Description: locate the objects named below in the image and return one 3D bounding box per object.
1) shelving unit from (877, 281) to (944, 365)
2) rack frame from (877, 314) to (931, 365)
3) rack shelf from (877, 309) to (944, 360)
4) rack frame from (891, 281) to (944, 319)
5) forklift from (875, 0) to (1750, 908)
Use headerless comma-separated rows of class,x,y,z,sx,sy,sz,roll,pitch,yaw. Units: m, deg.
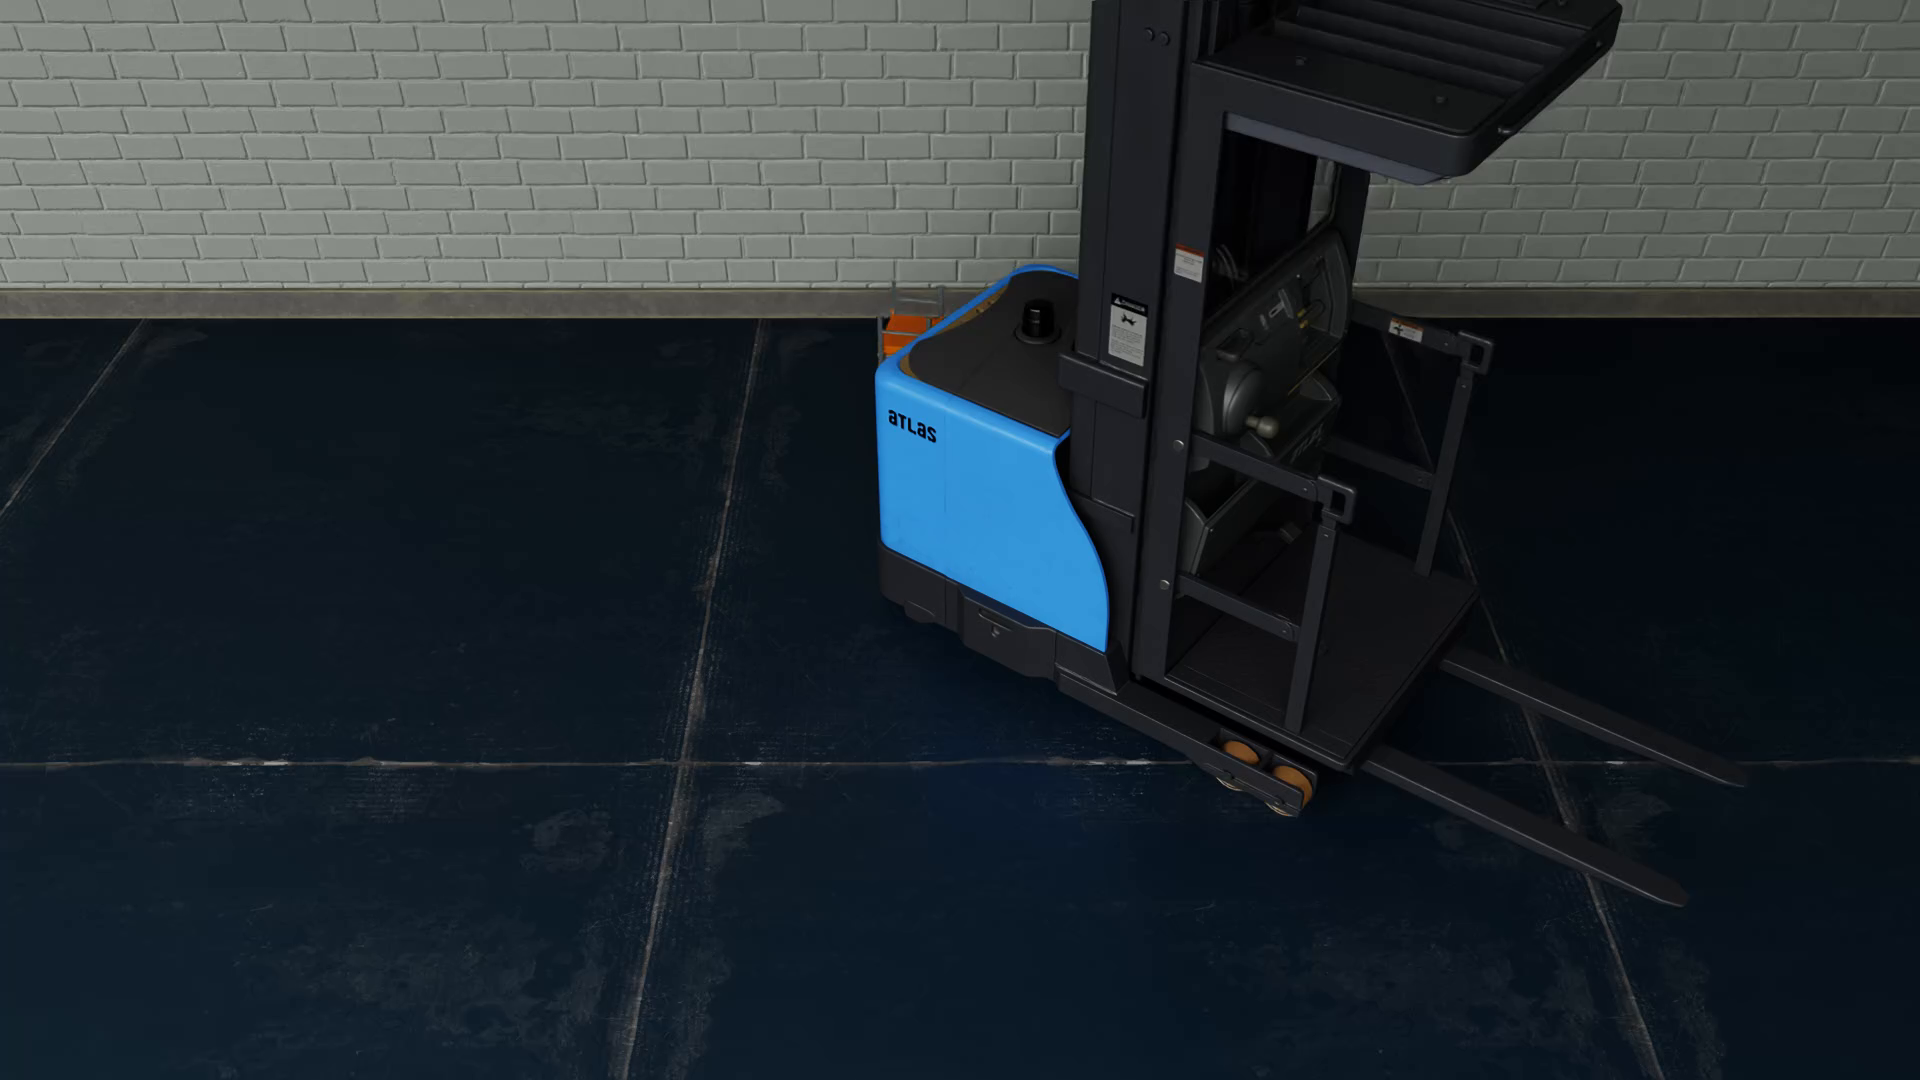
shelving unit,-0.183,-0.485,6.515,0.215,1.050,0.252,6,39,8
rack frame,-0.204,-0.409,6.421,0.200,1.050,0.008,6,39,8
rack shelf,-0.183,-0.698,6.344,0.215,0.259,0.240,6,39,8
rack frame,-0.162,-0.560,6.609,0.200,1.050,0.008,6,39,8
forklift,1.170,-0.597,5.151,3.031,2.935,1.130,25,45,28
